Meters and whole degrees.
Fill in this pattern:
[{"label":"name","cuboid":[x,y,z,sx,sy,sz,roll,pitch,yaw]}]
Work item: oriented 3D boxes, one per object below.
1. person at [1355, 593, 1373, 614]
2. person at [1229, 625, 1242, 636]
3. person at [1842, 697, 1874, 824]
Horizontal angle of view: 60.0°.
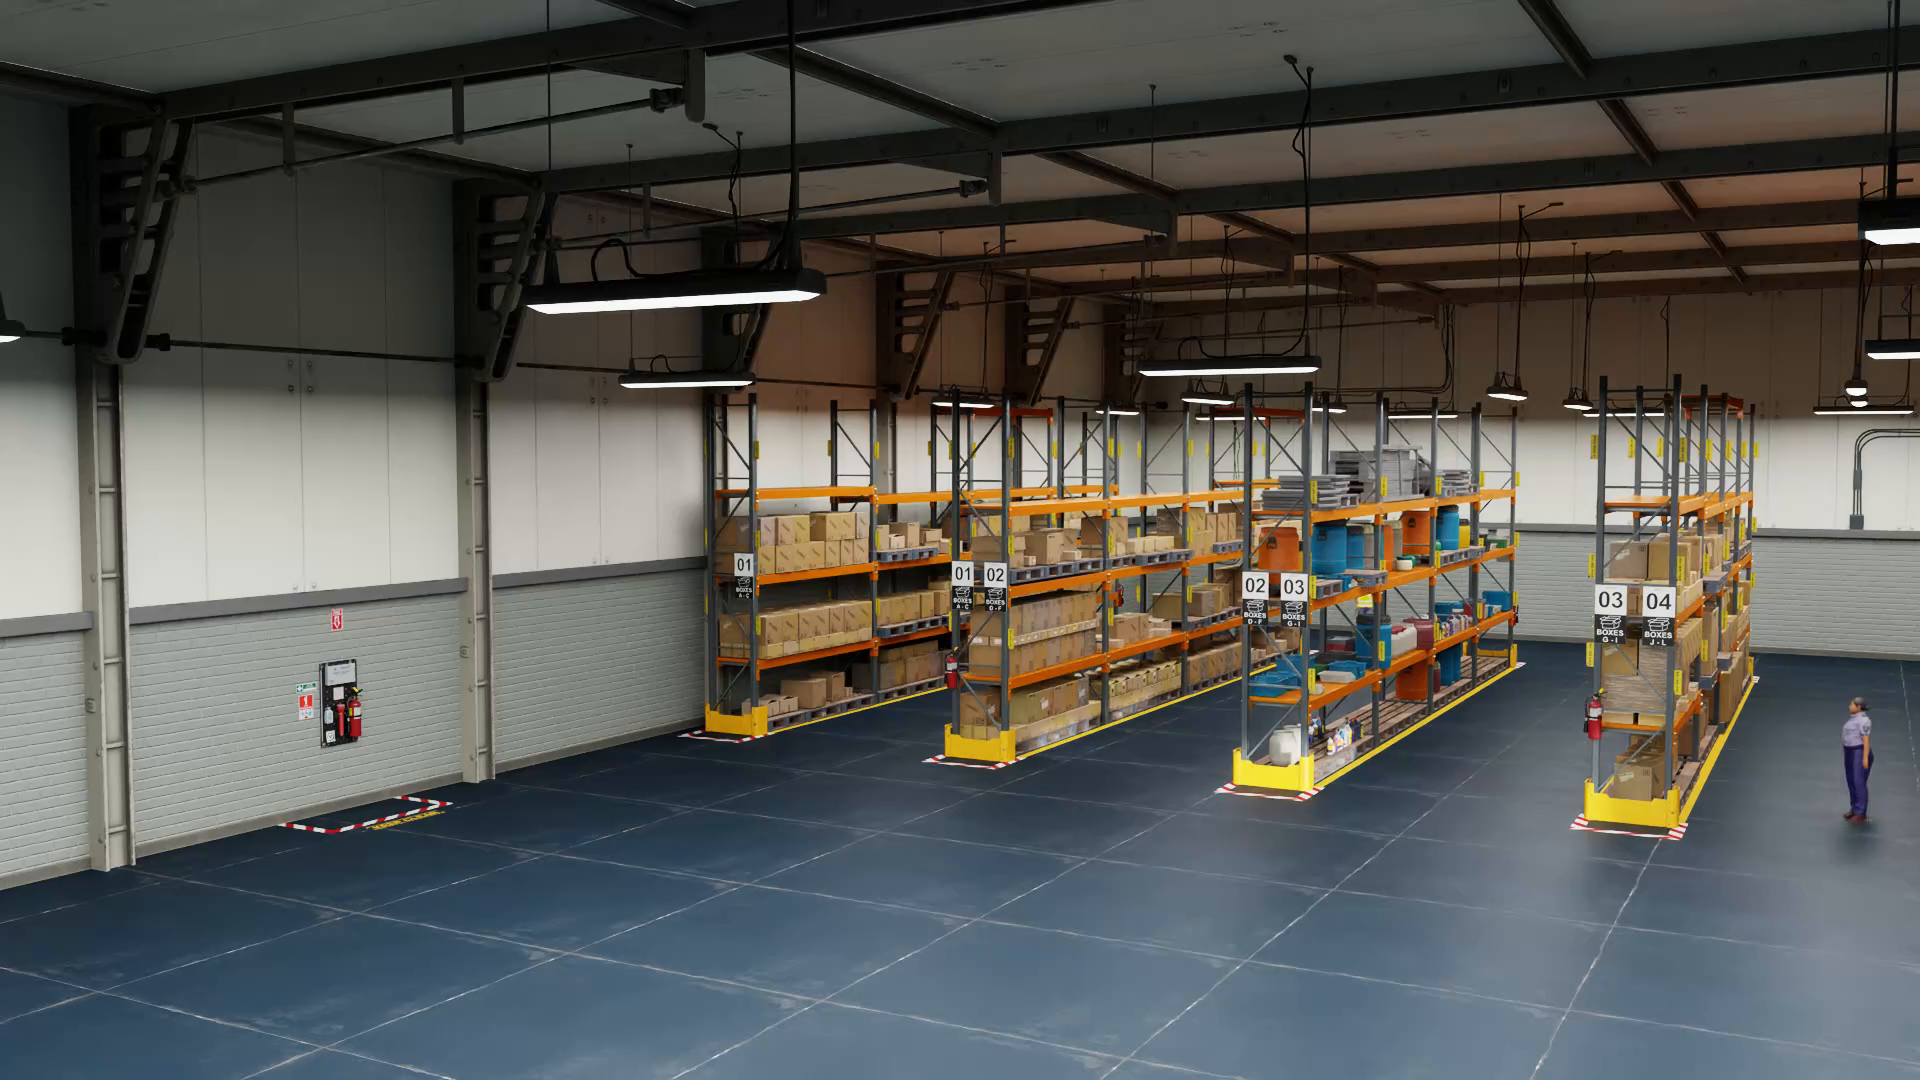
[{"label":"person","cuboid":[10.600,1.791,43.332,0.591,1.779,0.523,1,3,11]},{"label":"person","cuboid":[7.132,1.811,42.633,0.557,1.777,0.666,0,3,3]},{"label":"person","cuboid":[12.154,2.970,22.554,0.425,1.677,0.608,0,3,6]}]
